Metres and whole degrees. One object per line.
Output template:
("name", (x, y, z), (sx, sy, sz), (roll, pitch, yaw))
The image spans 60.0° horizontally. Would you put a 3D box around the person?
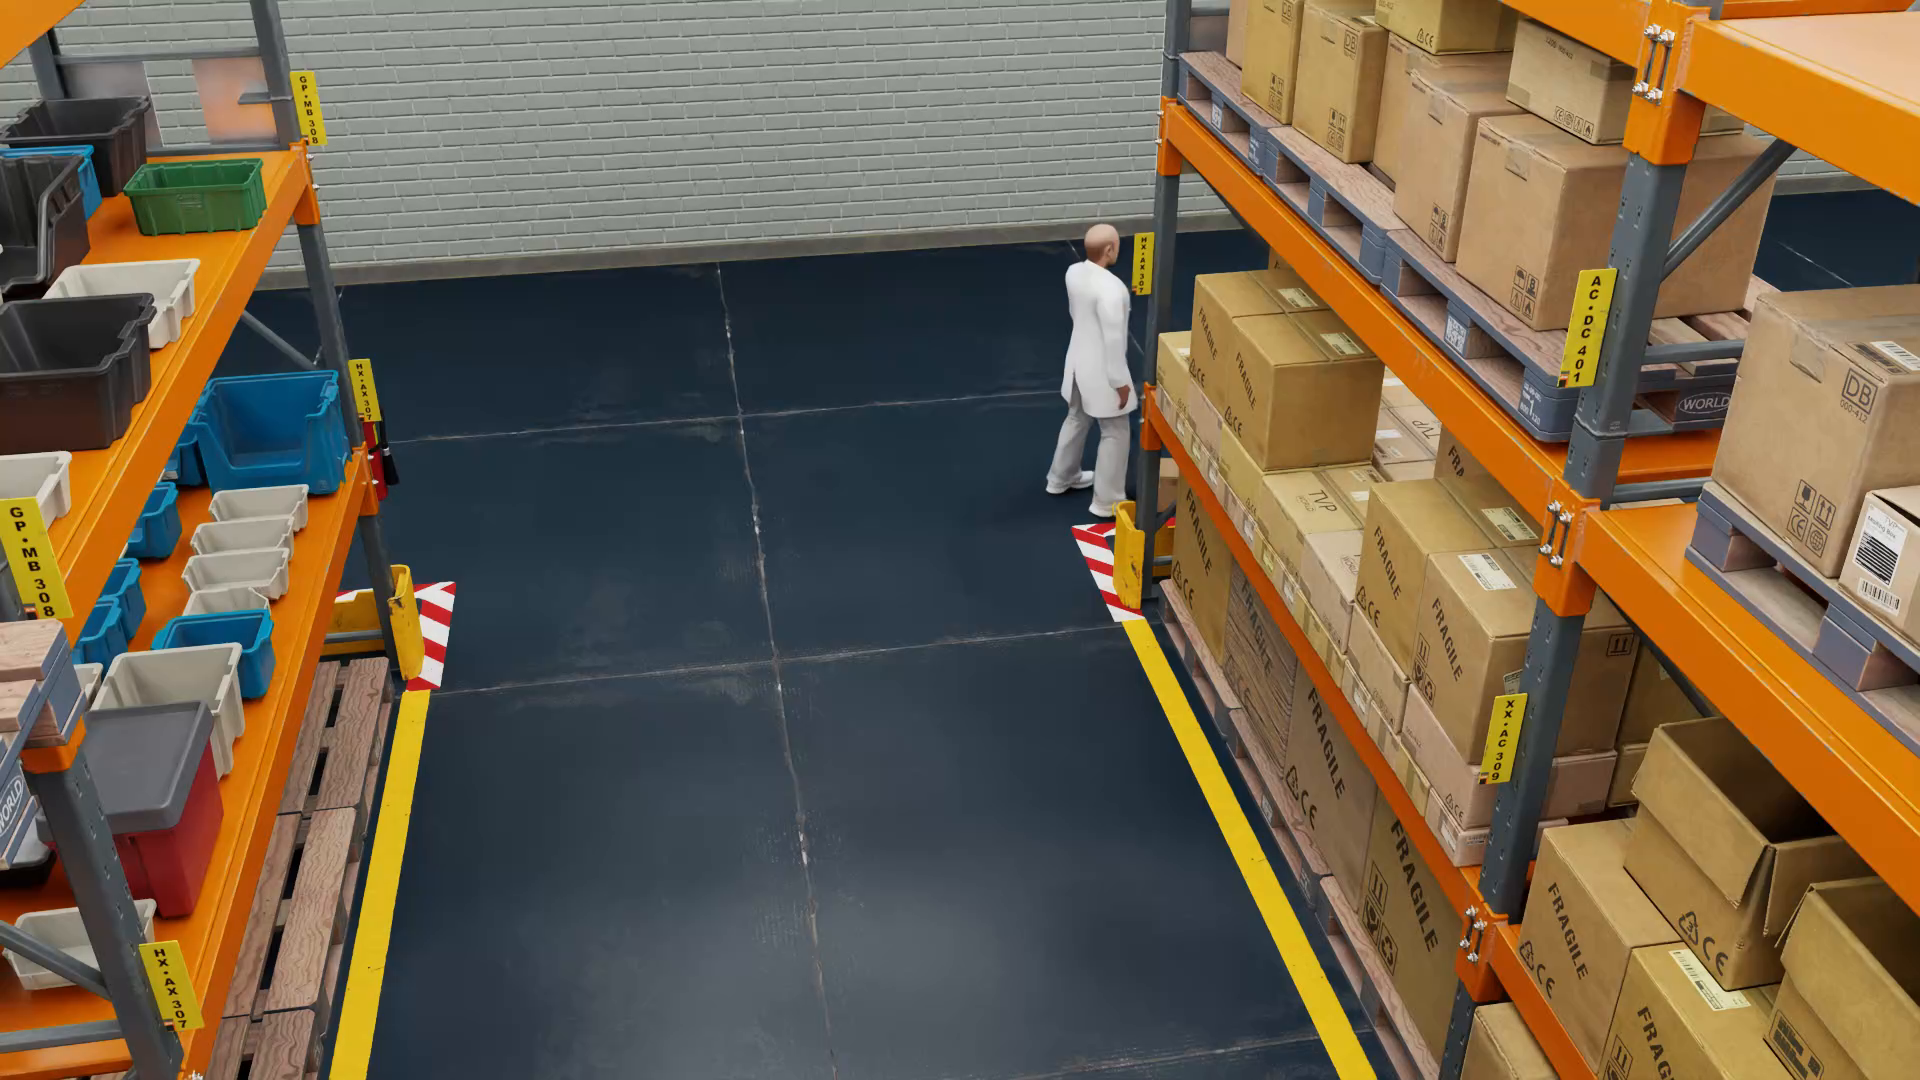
("person", (0.832, -0.999, 9.885), (0.480, 1.815, 0.652), (-13, 33, -21))
